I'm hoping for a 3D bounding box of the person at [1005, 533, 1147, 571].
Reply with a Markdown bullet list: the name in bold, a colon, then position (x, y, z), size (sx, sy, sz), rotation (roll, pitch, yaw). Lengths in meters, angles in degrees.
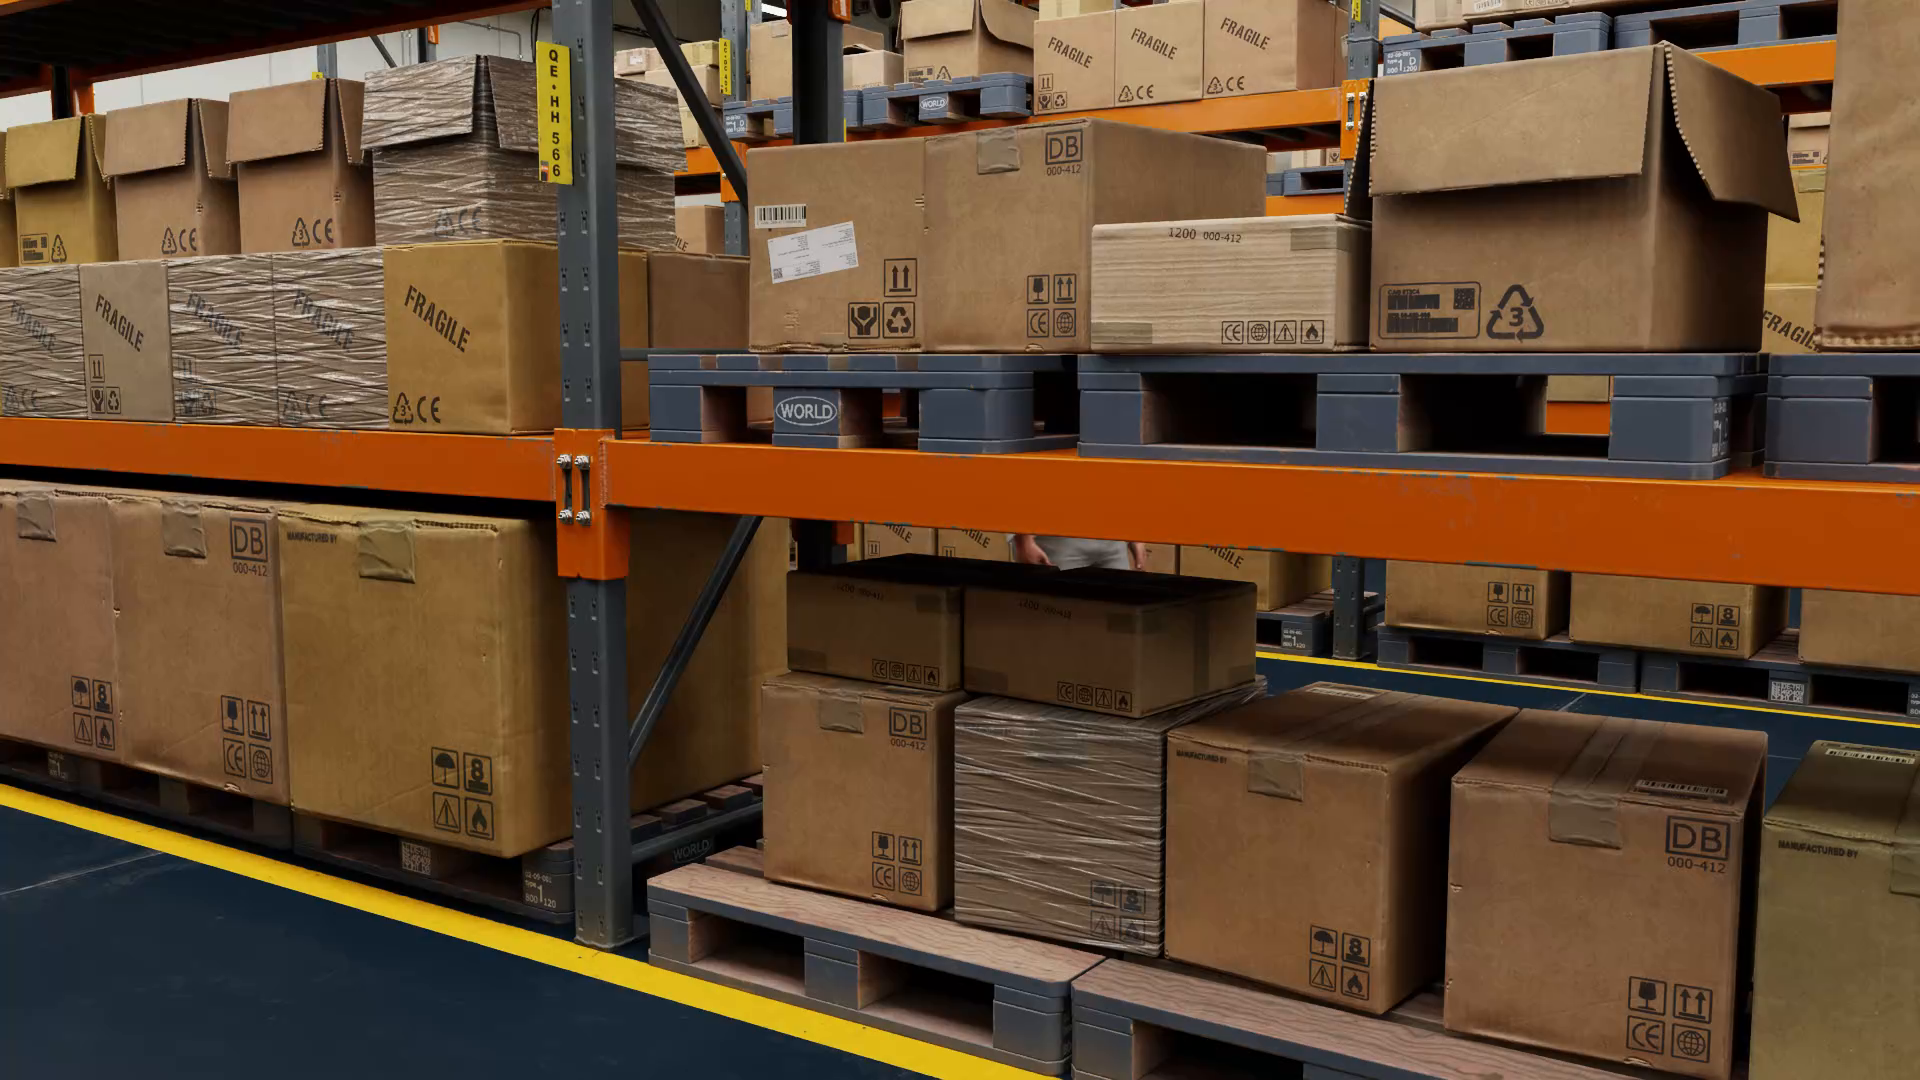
- **person**: position (0.390, 0.005, 5.692), size (0.594, 1.748, 0.434), rotation (-5, 8, -39)
